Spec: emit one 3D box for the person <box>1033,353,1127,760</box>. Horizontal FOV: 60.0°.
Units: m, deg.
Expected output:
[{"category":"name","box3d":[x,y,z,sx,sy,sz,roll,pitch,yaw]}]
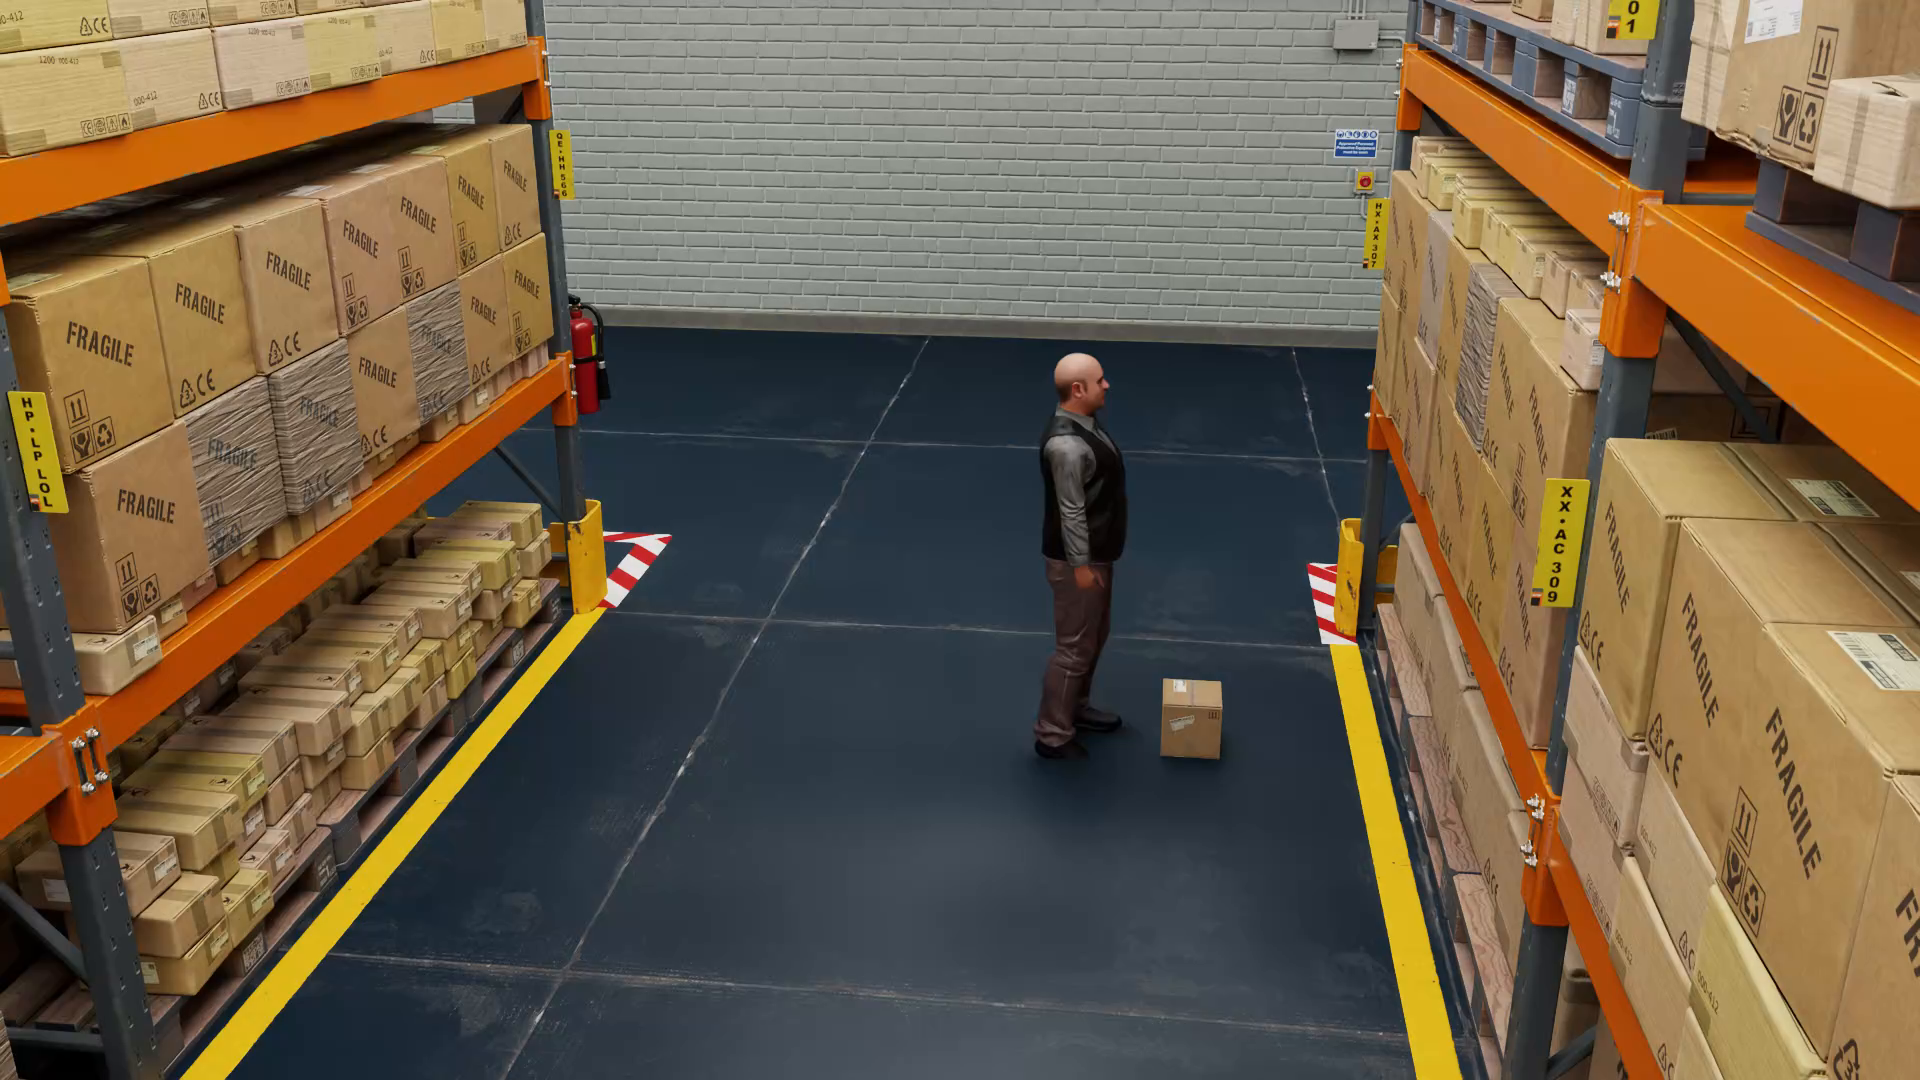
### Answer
[{"category":"person","box3d":[0.517,0.082,6.982,0.372,1.768,0.533,3,21,7]}]
